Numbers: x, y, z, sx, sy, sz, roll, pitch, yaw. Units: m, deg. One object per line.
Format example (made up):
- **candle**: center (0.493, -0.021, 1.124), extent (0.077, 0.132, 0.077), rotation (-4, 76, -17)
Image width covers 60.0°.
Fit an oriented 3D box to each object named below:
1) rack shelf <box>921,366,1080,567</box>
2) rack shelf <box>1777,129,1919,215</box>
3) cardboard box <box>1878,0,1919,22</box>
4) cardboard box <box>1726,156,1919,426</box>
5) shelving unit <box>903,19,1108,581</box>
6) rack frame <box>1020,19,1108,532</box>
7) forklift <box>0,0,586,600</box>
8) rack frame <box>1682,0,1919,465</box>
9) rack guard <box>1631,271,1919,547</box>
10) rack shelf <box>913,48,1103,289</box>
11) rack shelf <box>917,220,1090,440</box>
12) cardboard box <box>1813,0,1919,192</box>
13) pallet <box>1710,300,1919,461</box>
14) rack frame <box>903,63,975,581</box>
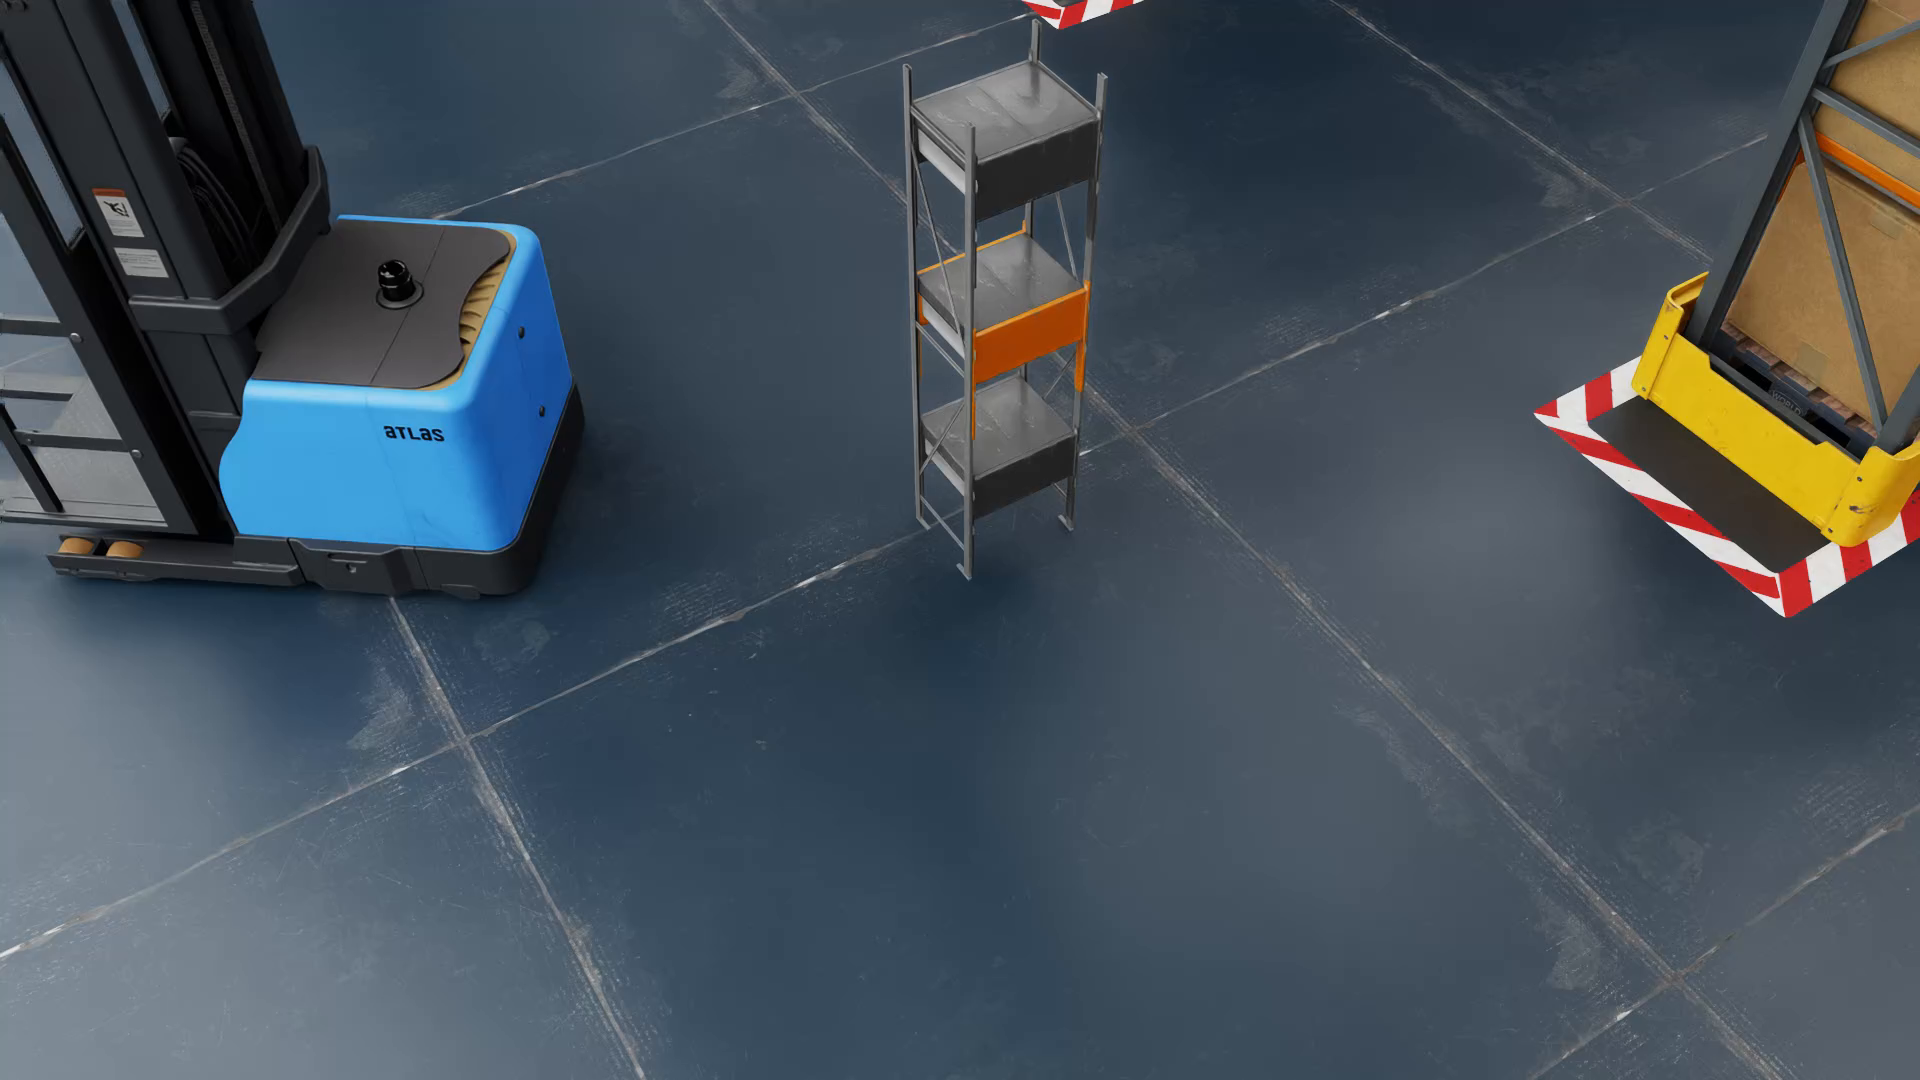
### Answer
- **rack shelf**: center (0.140, -0.290, 6.503), extent (0.480, 0.518, 0.431), rotation (-25, 53, -21)
- **rack shelf**: center (5.091, -1.954, 6.909), extent (4.000, 0.370, 1.077), rotation (-25, 53, -21)
- **cardboard box**: center (3.734, -1.929, 5.581), extent (0.550, 0.550, 0.875), rotation (-25, 53, -21)
- **cardboard box**: center (3.937, -1.141, 6.845), extent (0.875, 0.875, 0.875), rotation (-25, 53, -21)
- **shelving unit**: center (0.140, -0.764, 5.970), extent (0.503, 2.100, 0.431), rotation (-25, 53, -21)
- **rack frame**: center (0.346, -0.861, 6.057), extent (0.015, 2.100, 0.400), rotation (-25, 53, -21)
- **forklift**: center (-3.132, -1.202, 5.803), extent (3.031, 2.935, 1.130), rotation (4, 48, 3)
- **rack frame**: center (3.399, -1.396, 5.930), extent (0.127, 3.000, 1.000), rotation (-25, 53, -21)
- **rack guard**: center (3.379, -0.555, 6.855), extent (0.348, 0.500, 1.175), rotation (-25, 53, -21)
- **rack shelf**: center (0.140, -1.221, 5.457), extent (0.480, 0.518, 0.431), rotation (-25, 53, -21)
- **rack shelf**: center (0.140, -0.755, 5.980), extent (0.480, 0.518, 0.431), rotation (-25, 53, -21)
- **cardboard box**: center (3.689, -1.623, 6.031), extent (0.550, 0.550, 0.875), rotation (-25, 53, -21)
- **pallet**: center (4.034, -0.837, 7.299), extent (1.213, 0.211, 1.003), rotation (-25, 53, -21)
- **rack frame**: center (-0.066, -0.667, 5.883), extent (0.015, 2.100, 0.400), rotation (-25, 53, -21)
